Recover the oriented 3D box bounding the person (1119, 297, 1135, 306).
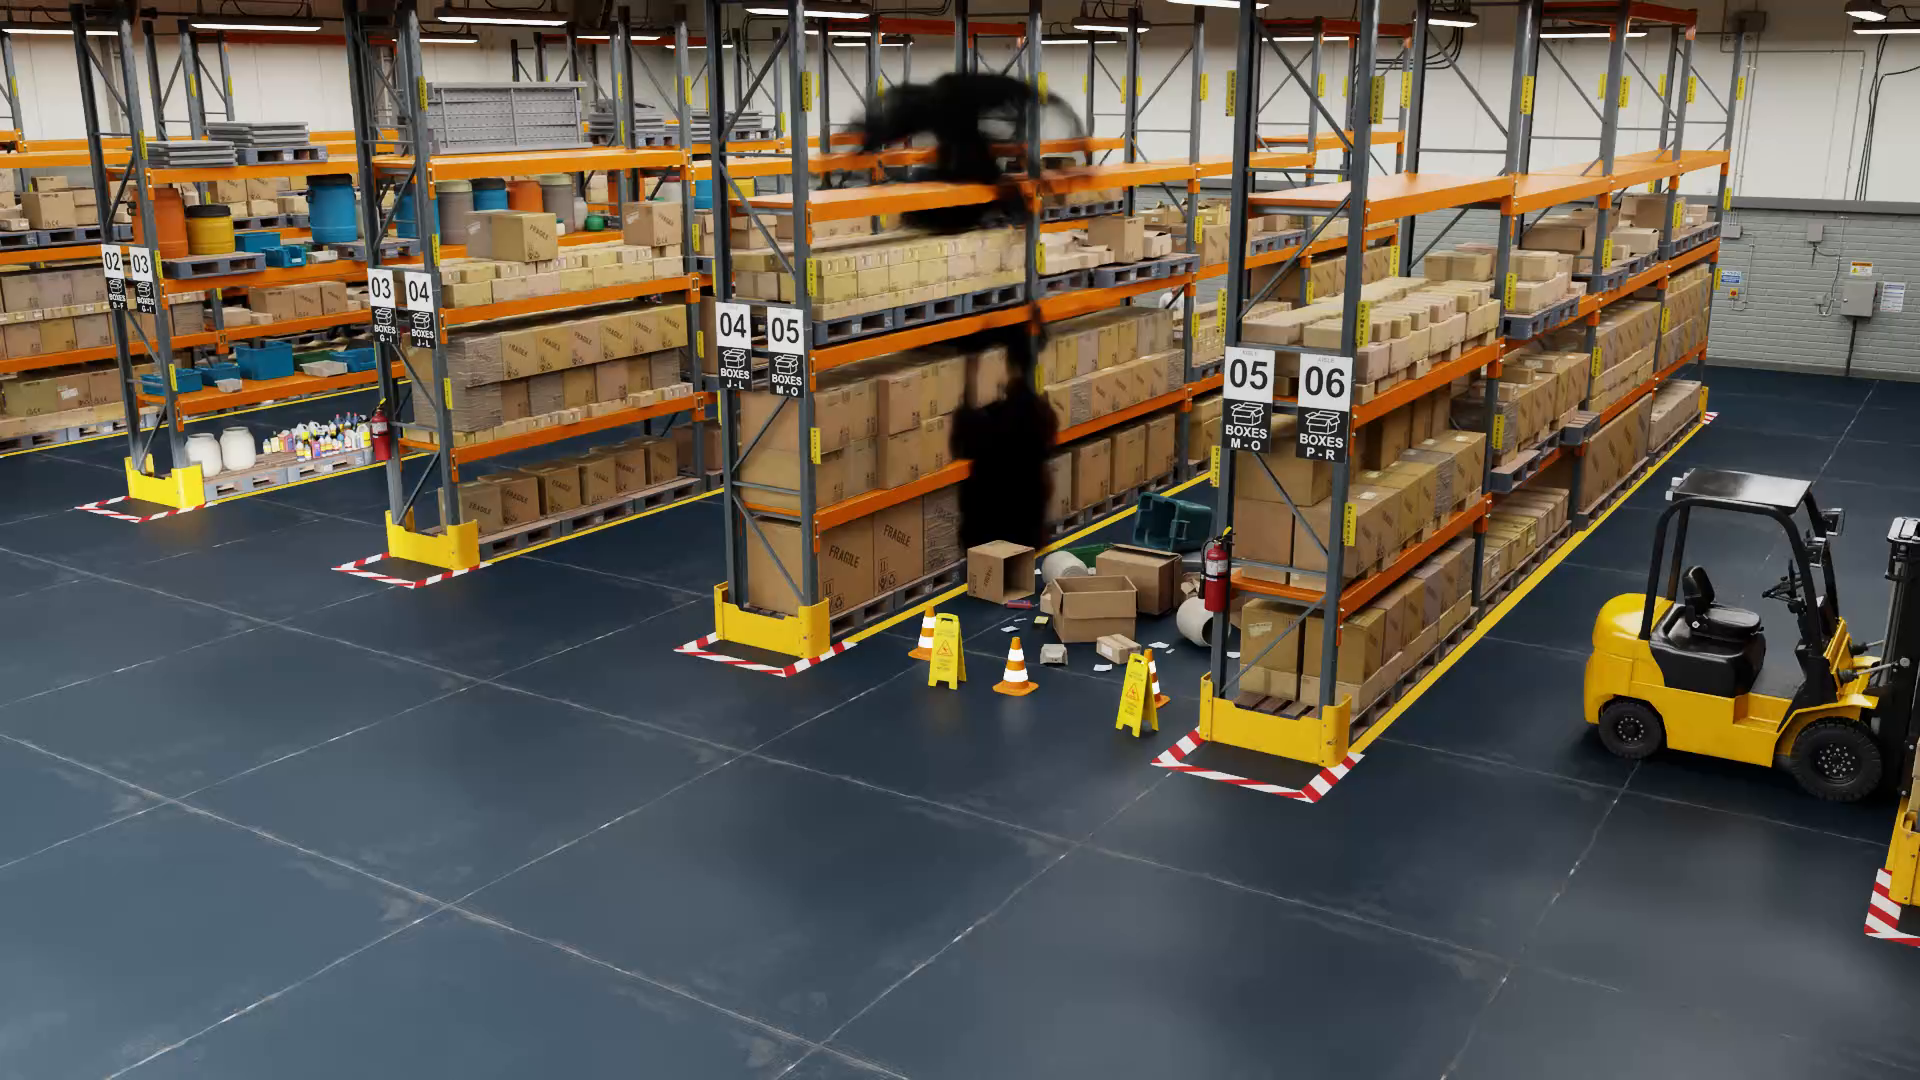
[{"bbox_3d":[3.136,-4.653,32.798,0.664,1.684,0.678,-11,19,-35],"label":"person"}]

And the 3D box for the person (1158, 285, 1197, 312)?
[{"bbox_3d":[3.876,-3.814,29.756,0.738,1.716,0.701,5,16,19],"label":"person"}]

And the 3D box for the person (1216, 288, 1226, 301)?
[{"bbox_3d":[4.348,-3.359,28.006,0.682,1.767,0.712,13,20,38],"label":"person"}]

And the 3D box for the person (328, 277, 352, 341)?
[{"bbox_3d":[-11.508,-4.078,30.894,0.510,1.607,0.676,6,17,21],"label":"person"}]

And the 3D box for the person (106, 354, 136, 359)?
[{"bbox_3d":[-13.746,-3.129,27.431,0.635,1.680,0.795,9,18,30],"label":"person"}]
